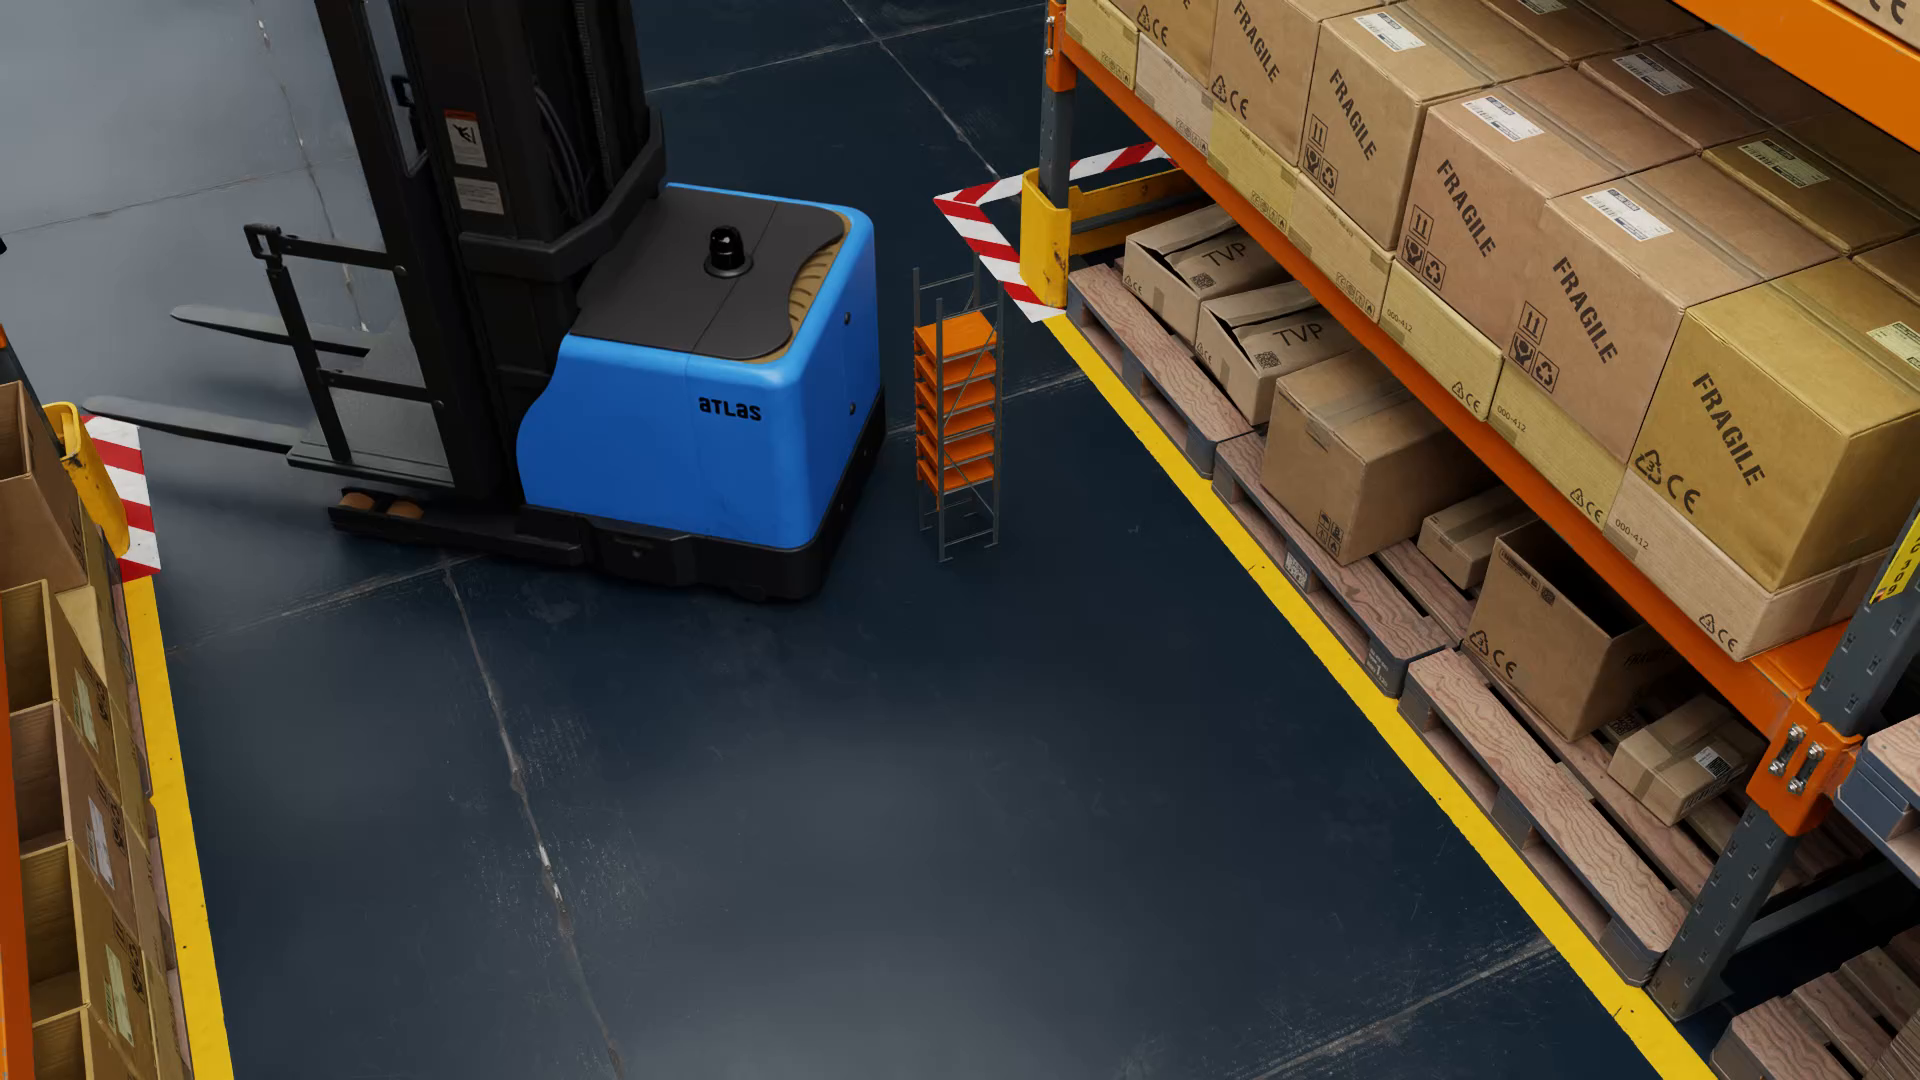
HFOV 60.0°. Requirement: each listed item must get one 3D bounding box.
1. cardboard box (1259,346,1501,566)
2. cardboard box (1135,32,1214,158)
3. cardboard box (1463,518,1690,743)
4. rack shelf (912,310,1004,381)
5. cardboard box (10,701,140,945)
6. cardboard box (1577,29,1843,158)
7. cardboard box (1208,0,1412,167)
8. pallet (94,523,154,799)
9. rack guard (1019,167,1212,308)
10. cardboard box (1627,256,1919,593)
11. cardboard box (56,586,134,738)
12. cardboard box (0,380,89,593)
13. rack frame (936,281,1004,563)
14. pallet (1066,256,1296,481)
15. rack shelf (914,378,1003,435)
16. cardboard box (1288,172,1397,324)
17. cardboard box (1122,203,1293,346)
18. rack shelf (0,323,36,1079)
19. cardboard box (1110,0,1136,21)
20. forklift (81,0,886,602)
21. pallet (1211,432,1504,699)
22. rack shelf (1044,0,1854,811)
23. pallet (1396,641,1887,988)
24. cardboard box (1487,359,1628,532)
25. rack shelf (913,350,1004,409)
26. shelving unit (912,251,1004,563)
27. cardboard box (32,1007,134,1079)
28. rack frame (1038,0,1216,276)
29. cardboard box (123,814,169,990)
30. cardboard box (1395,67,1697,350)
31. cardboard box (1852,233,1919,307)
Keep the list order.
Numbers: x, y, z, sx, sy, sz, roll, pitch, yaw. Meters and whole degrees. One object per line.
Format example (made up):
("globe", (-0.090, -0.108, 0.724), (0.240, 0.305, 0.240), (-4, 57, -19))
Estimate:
("cardboard box", (1.528, -0.352, 5.938), (0.700, 0.500, 0.500), (-21, 48, -20))
("cardboard box", (0.964, -1.621, 5.849), (0.500, 0.250, 0.500), (-19, 48, -19))
("cardboard box", (2.025, 0.234, 5.343), (0.500, 0.500, 0.500), (-21, 49, -20))
("rack shelf", (-0.006, -0.661, 5.616), (0.258, 0.103, 0.180), (-18, 47, -17))
("cardboard box", (-2.539, 0.835, 4.393), (0.500, 0.500, 0.500), (-18, 47, -17))
("cardboard box", (2.071, -1.081, 4.769), (0.500, 0.500, 0.500), (-17, 47, -16))
("cardboard box", (1.154, -1.577, 5.271), (0.500, 0.500, 0.500), (-20, 48, -19))
("pallet", (-3.318, 0.535, 5.558), (1.003, 0.211, 1.213), (-18, 47, -17))
("rack guard", (0.848, -1.460, 7.374), (1.175, 0.500, 0.348), (-18, 47, -17))
("cardboard box", (2.018, -0.280, 3.957), (0.500, 0.500, 0.500), (-18, 47, -18))
("cardboard box", (-2.962, 0.466, 5.301), (0.500, 0.250, 0.500), (-18, 47, -17))
("cardboard box", (-3.182, -0.117, 5.357), (0.500, 0.500, 0.500), (-18, 47, -17))
("rack frame", (0.032, -0.378, 5.779), (0.240, 1.200, 0.006), (-18, 47, -17))
("pallet", (1.157, -0.829, 6.940), (1.003, 0.211, 1.213), (-18, 47, -17))
("rack shelf", (-0.006, -0.490, 5.785), (0.258, 0.103, 0.180), (-18, 47, -17))
("cardboard box", (1.384, -0.971, 5.191), (0.500, 0.250, 0.500), (-18, 47, -17))
("cardboard box", (1.025, -1.130, 6.861), (0.500, 0.311, 0.500), (-23, 49, -22))
("rack shelf", (-2.836, 0.598, 4.021), (1.077, 0.370, 4.000), (-18, 47, -17))
("cardboard box", (0.744, -2.226, 5.929), (0.500, 0.500, 0.500), (-18, 47, -17))
("forklift", (-1.866, -1.376, 5.558), (3.031, 2.935, 1.130), (10, 45, 10))
("pallet", (1.666, -0.053, 6.153), (1.003, 0.211, 1.213), (-18, 47, -17))
("rack shelf", (1.657, -0.868, 5.506), (1.077, 0.370, 4.000), (-18, 47, -17))
("pallet", (2.183, 0.726, 5.364), (1.003, 0.211, 1.213), (-18, 47, -17))
("cardboard box", (1.822, -0.335, 4.547), (0.500, 0.250, 0.500), (-18, 47, -17))
("rack shelf", (-0.006, -0.576, 5.701), (0.258, 0.103, 0.180), (-18, 47, -17))
("shelving unit", (-0.006, -0.436, 5.838), (0.258, 1.200, 0.189), (-18, 47, -17))
("cardboard box", (-2.123, 1.474, 3.745), (0.500, 0.500, 0.500), (-18, 47, -17))
("rack frame", (0.816, -2.398, 6.545), (1.000, 3.000, 0.127), (-18, 47, -17))
("cardboard box", (-2.542, 1.103, 4.655), (0.500, 0.250, 0.500), (-18, 47, -17))
("cardboard box", (1.601, -0.920, 4.606), (0.500, 0.500, 0.500), (-19, 48, -19))
("cardboard box", (2.490, -0.431, 4.110), (0.500, 0.500, 0.500), (-19, 48, -18))
